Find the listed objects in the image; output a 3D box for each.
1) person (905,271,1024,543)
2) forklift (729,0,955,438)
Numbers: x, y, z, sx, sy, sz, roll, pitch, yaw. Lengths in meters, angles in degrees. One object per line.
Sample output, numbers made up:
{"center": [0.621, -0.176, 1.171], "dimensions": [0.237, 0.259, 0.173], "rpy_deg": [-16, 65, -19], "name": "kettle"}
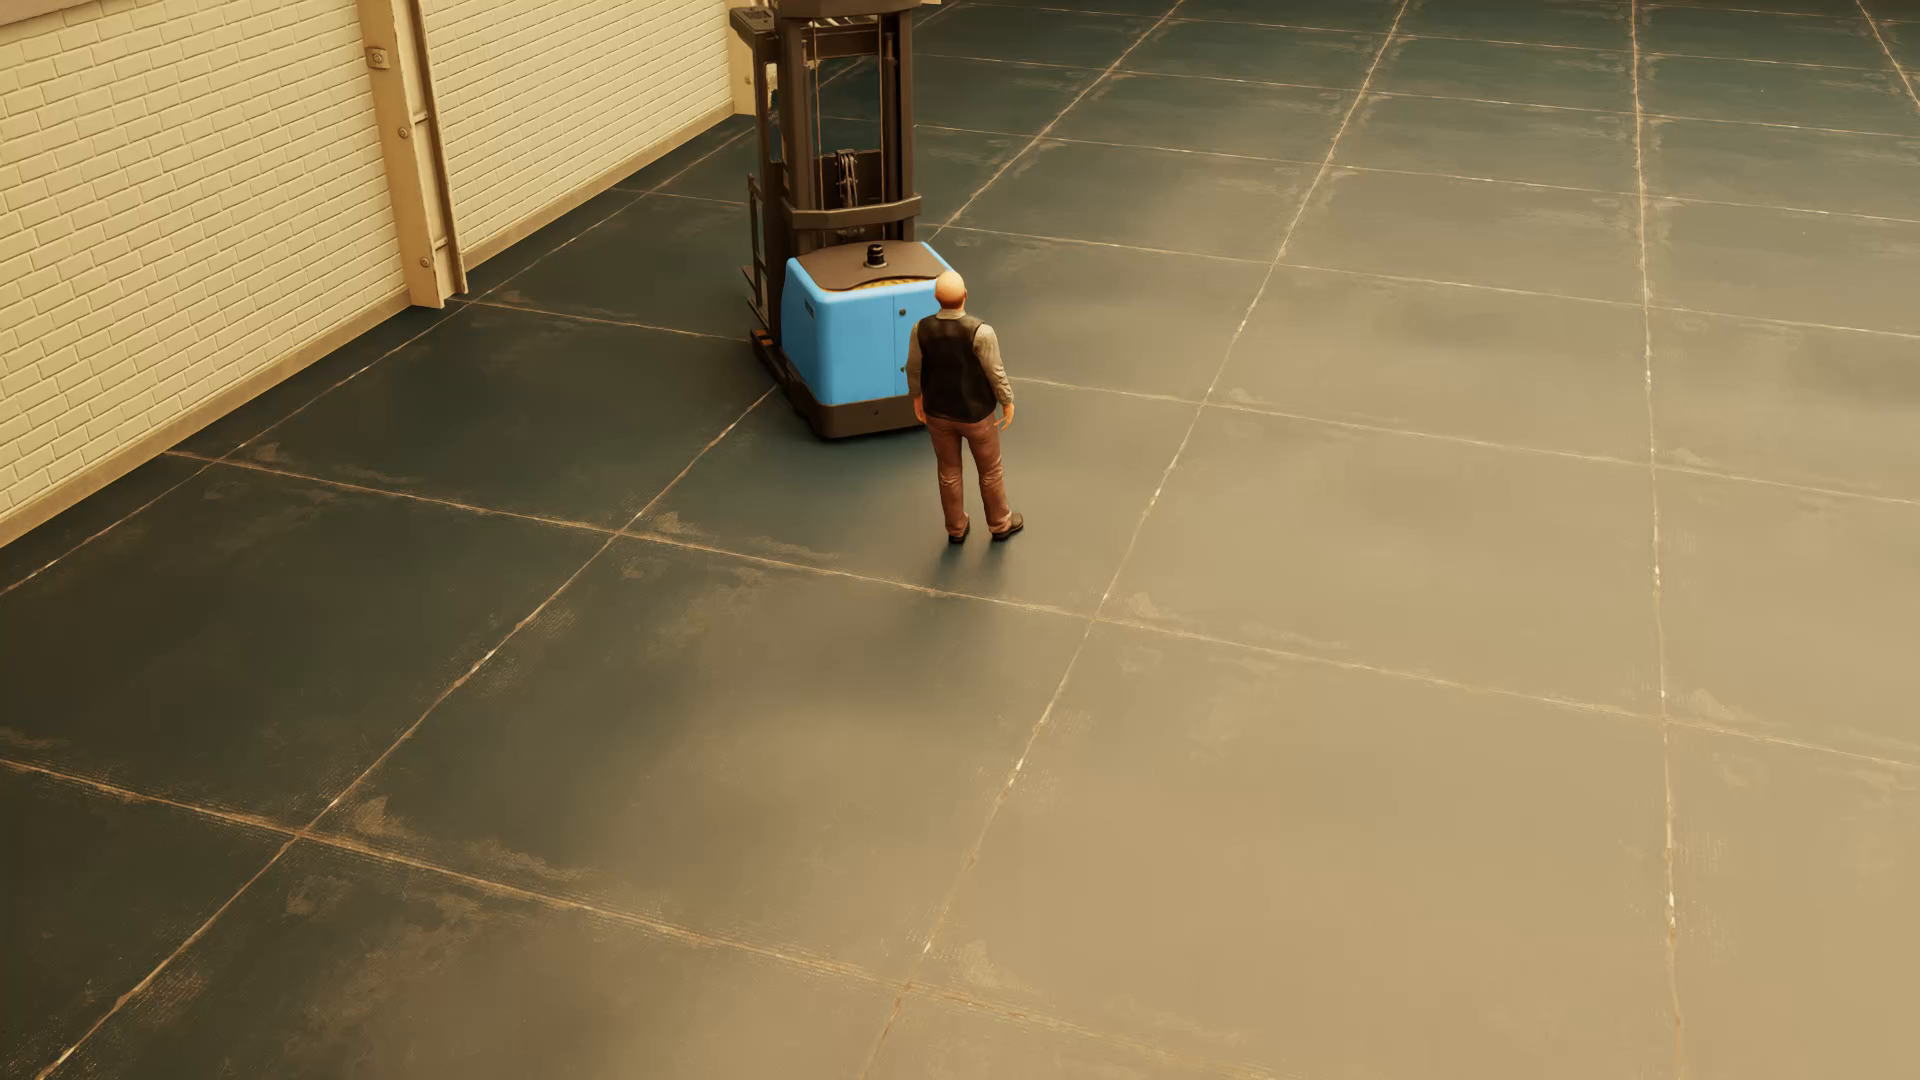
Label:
{"center": [0.027, -0.783, 9.717], "dimensions": [0.634, 1.723, 0.565], "rpy_deg": [10, 31, 16], "name": "person"}
{"center": [-0.944, -2.670, 11.821], "dimensions": [1.130, 2.935, 3.031], "rpy_deg": [-10, 31, -17], "name": "forklift"}
